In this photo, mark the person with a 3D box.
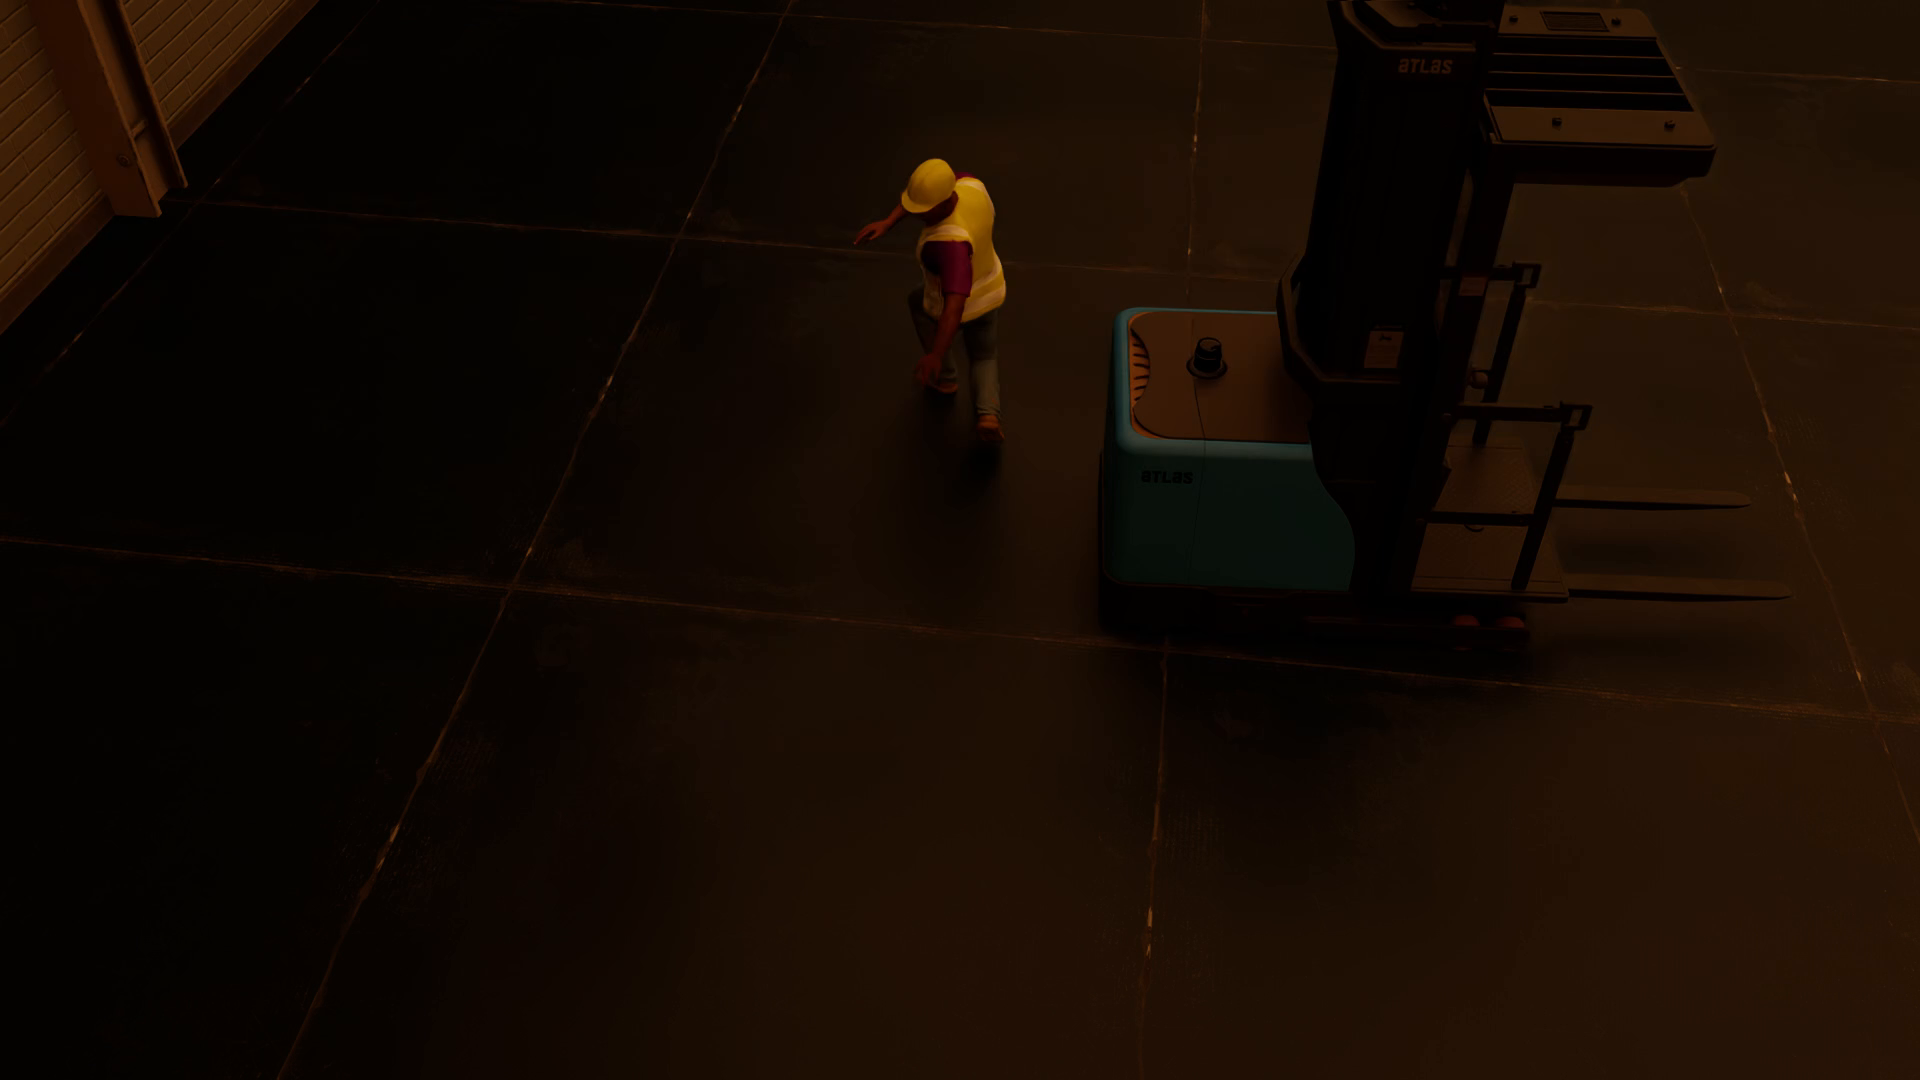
[{"bbox_3d":[-0.071,-1.166,8.086,0.692,1.529,0.932,-24,48,-24],"label":"person"}]

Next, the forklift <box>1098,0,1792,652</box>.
[{"bbox_3d":[2.161,-0.955,6.764,3.031,2.935,1.130,2,43,2],"label":"forklift"}]
